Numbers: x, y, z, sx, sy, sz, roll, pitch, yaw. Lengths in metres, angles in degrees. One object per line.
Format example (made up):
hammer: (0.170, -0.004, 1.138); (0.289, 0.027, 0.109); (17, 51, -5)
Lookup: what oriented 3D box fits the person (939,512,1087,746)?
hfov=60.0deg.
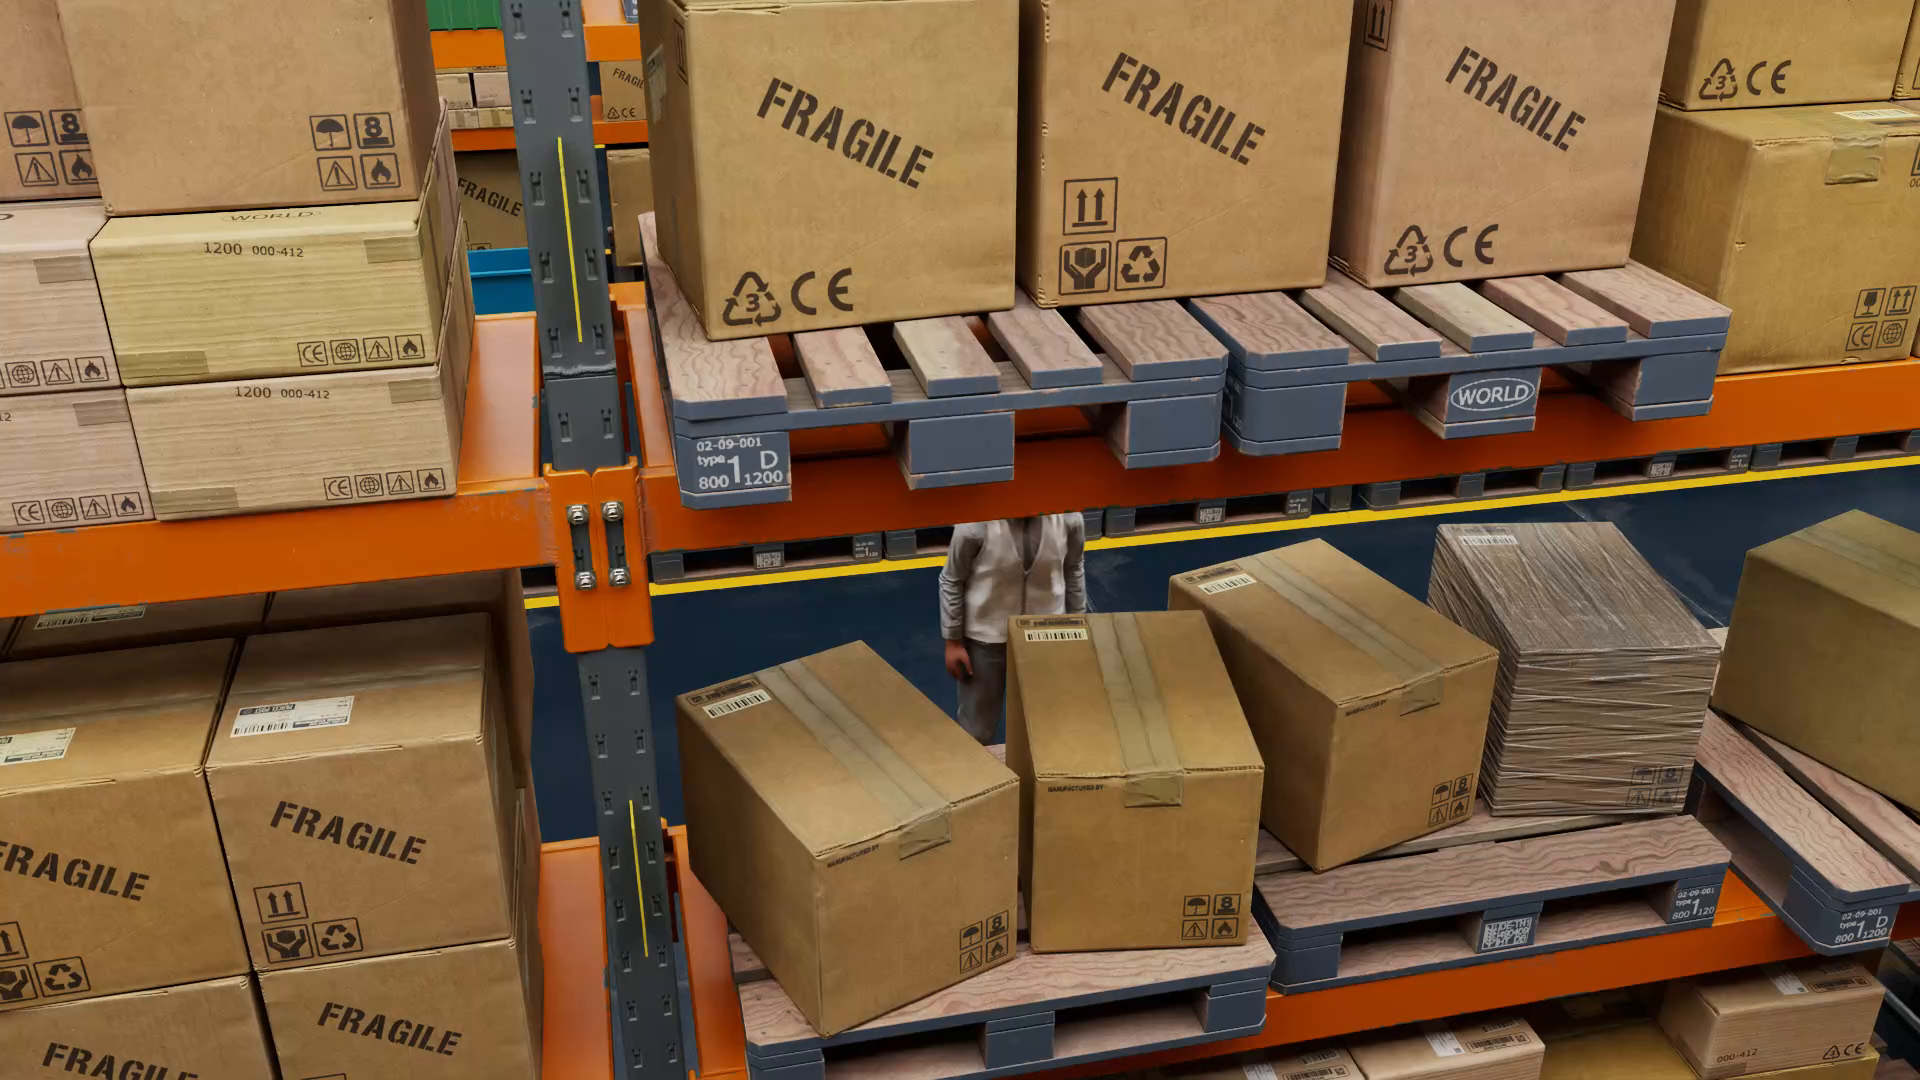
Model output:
person: (0.207, 0.359, 6.372); (0.590, 1.767, 0.465); (-8, 28, -15)
